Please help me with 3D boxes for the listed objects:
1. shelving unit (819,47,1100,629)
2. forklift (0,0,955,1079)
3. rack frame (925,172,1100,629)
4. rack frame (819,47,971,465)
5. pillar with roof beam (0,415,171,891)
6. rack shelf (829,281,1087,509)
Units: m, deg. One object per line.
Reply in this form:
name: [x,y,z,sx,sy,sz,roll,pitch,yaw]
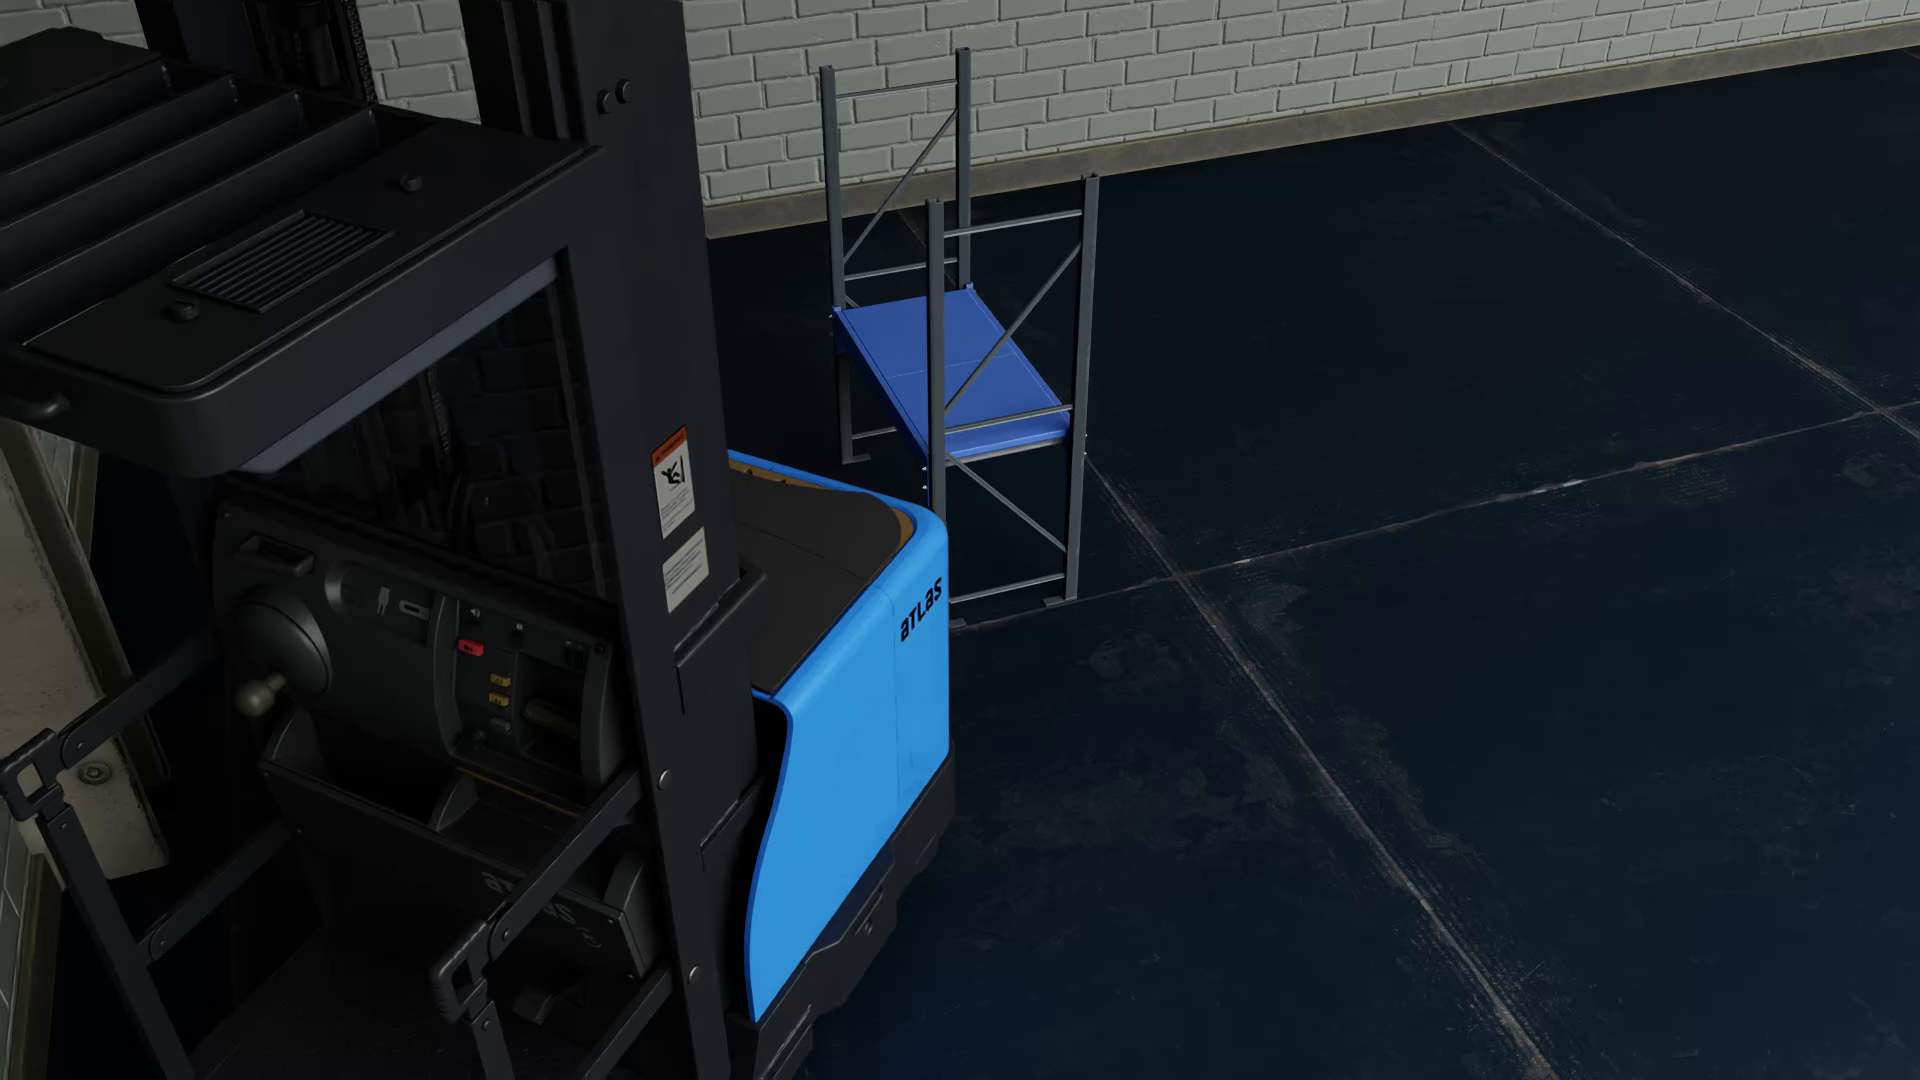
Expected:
shelving unit: [-0.029,-0.647,5.363,0.538,1.500,1.048,-12,39,-16]
forklift: [-1.123,0.283,2.939,1.130,2.935,3.031,17,40,21]
rack frame: [0.146,-0.360,4.981,0.500,1.500,0.032,-12,39,-16]
rack frame: [-0.204,-0.934,5.744,0.500,1.500,0.032,-12,39,-16]
pillar with roof beam: [1.657,-3.674,3.148,9.100,9.000,0.400,-12,39,-16]
rack shelf: [-0.029,-0.504,5.471,0.538,0.185,1.000,-12,39,-16]
